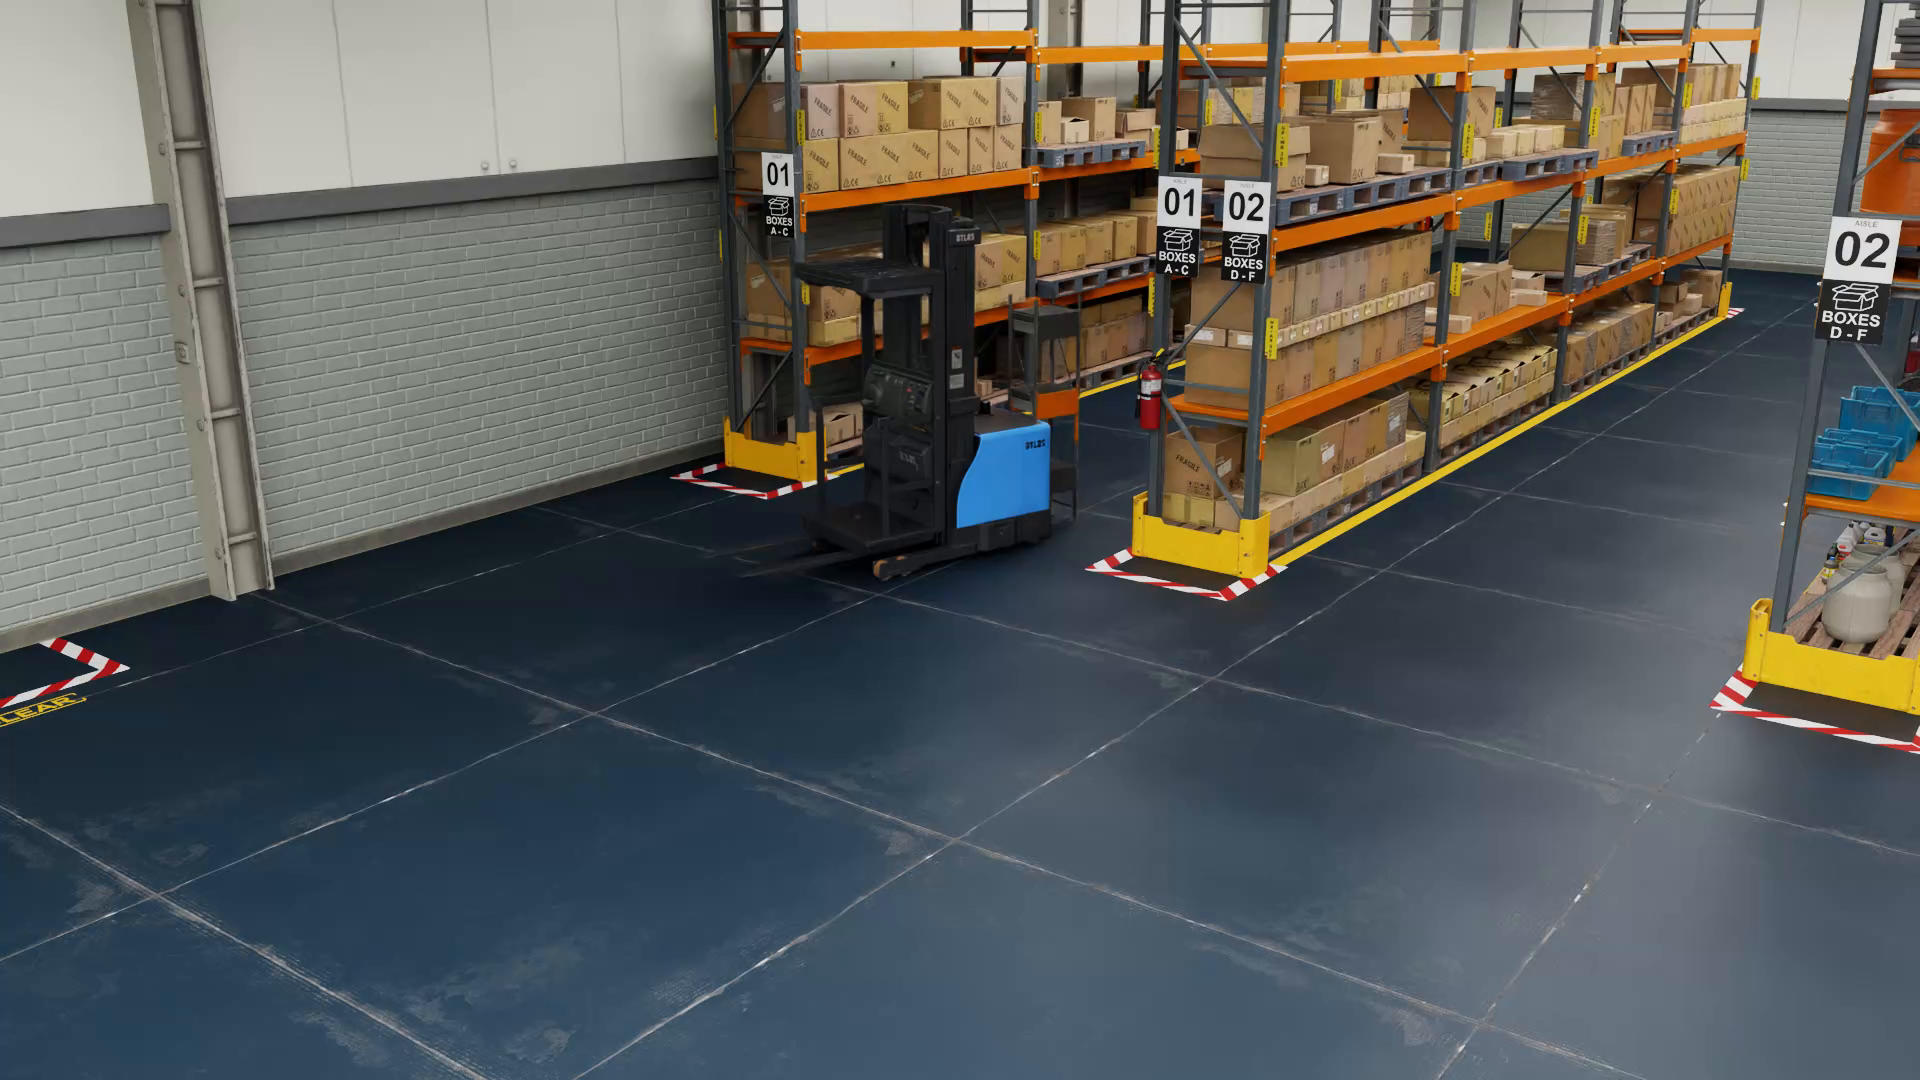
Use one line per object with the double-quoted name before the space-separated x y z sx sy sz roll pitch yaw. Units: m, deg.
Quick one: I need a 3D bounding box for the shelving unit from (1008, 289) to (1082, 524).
"shelving unit" 0.748 -1.156 14.926 0.503 2.100 0.431 -12 21 -34

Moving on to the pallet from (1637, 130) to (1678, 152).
"pallet" 8.749 -5.314 22.057 1.213 0.211 1.003 12 21 35

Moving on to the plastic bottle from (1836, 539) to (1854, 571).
"plastic bottle" 6.934 0.141 13.083 0.152 0.276 0.135 13 21 35

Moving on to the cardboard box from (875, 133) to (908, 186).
"cardboard box" -0.882 -3.902 16.990 0.500 0.500 0.500 14 22 37

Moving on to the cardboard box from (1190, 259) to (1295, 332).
"cardboard box" 2.363 -2.045 13.914 0.700 0.500 0.500 13 21 35

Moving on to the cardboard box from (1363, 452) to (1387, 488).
"cardboard box" 3.734 -0.708 15.894 0.500 0.250 0.500 12 21 35

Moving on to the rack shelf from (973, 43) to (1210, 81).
"rack shelf" 1.638 -5.890 20.424 1.077 0.370 4.000 12 21 35

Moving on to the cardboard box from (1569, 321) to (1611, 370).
"cardboard box" 7.921 -2.480 21.145 0.500 0.500 0.500 12 21 34

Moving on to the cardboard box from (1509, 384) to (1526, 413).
"cardboard box" 6.086 -1.638 18.888 0.500 0.250 0.500 13 21 36

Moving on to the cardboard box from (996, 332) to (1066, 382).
"cardboard box" 0.871 -2.278 20.493 0.700 0.500 0.500 13 22 37

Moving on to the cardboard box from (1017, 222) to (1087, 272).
"cardboard box" 1.116 -3.588 20.329 0.700 0.500 0.500 15 23 40

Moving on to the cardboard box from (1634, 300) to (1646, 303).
"cardboard box" 9.752 -3.405 24.441 0.500 0.311 0.500 12 21 35

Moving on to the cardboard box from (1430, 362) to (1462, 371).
"cardboard box" 5.344 -1.873 18.702 0.500 0.311 0.500 12 21 34

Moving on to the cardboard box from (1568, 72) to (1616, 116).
"cardboard box" 7.683 -5.465 20.371 0.500 0.500 0.500 12 21 35

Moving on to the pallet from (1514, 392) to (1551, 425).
"pallet" 6.288 -1.640 19.670 1.003 0.211 1.213 12 21 35

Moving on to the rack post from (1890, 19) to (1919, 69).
"rack post" 6.572 -3.164 10.600 0.937 0.300 0.954 15 23 40

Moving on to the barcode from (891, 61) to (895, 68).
"barcode" -0.727 -5.168 18.066 0.001 0.075 0.075 12 21 35

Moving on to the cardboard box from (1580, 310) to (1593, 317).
"cardboard box" 8.097 -2.812 22.213 0.500 0.500 0.500 13 21 35

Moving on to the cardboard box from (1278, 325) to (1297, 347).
"cardboard box" 2.605 -1.732 14.002 0.380 0.149 0.250 12 21 33

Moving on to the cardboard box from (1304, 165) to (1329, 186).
"cardboard box" 2.886 -3.085 14.042 0.380 0.149 0.250 12 21 35

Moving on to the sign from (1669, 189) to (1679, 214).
"sign" 9.641 -4.570 22.449 0.100 0.325 0.005 12 21 35

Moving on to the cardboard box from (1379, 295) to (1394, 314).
"cardboard box" 3.829 -2.221 15.577 0.380 0.149 0.250 12 21 34

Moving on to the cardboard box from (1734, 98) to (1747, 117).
"cardboard box" 11.476 -6.499 24.966 0.500 0.250 0.500 12 21 35

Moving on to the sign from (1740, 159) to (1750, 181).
"sign" 12.011 -5.668 25.452 0.100 0.325 0.005 12 21 35

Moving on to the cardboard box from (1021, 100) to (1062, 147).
"cardboard box" 0.836 -4.880 19.466 0.500 0.500 0.500 16 24 42

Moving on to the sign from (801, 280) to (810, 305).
"sign" -1.501 -2.448 16.109 0.100 0.325 0.005 12 21 35

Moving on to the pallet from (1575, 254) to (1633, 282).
"pallet" 7.965 -3.534 21.389 1.003 0.211 1.213 12 21 35

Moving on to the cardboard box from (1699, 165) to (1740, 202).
"cardboard box" 11.533 -5.437 25.341 0.500 0.500 0.500 12 21 34

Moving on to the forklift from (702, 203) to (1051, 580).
"forklift" -0.690 -1.245 13.810 3.031 2.935 1.130 -12 21 -34

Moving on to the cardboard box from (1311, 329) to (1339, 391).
"cardboard box" 2.941 -1.656 14.849 0.700 0.500 0.500 13 21 35

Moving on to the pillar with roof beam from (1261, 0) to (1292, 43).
"pillar with roof beam" 8.393 -7.412 23.440 9.100 9.000 0.400 12 21 35

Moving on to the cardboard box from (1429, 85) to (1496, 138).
"cardboard box" 5.147 -4.408 17.103 0.500 0.500 0.500 15 23 40

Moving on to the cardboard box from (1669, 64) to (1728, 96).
"cardboard box" 10.918 -6.795 24.655 0.700 0.500 0.500 12 21 35

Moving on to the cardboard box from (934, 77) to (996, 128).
"cardboard box" 0.046 -4.750 18.036 0.500 0.500 0.500 14 22 38

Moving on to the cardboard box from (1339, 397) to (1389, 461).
"cardboard box" 3.724 -1.068 15.790 0.500 0.500 0.500 12 21 35

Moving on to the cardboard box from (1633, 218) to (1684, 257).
"cardboard box" 9.716 -4.235 23.155 0.500 0.500 0.500 13 22 36

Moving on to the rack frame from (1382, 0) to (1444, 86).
"rack frame" 7.596 -8.806 27.928 1.000 3.000 0.127 12 21 35

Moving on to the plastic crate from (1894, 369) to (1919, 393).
"plastic crate" 7.989 -1.201 13.657 0.767 0.338 0.504 12 21 35

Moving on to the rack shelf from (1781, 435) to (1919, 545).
"rack shelf" 7.211 -0.513 12.549 1.077 0.370 4.000 12 21 35

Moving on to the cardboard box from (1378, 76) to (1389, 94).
"cardboard box" 6.454 -7.318 26.306 0.500 0.500 0.500 13 21 35

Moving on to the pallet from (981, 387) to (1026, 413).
"pallet" 0.075 -1.585 19.492 1.003 0.211 1.213 12 21 35

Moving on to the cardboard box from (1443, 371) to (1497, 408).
"cardboard box" 5.483 -1.660 18.014 0.500 0.311 0.500 12 21 33

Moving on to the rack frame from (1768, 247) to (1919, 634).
"rack frame" 6.019 -0.380 10.909 1.000 3.000 0.127 12 21 35

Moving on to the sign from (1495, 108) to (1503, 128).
"sign" 6.376 -4.937 19.655 0.100 0.325 0.005 12 21 35

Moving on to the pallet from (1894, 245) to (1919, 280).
"pallet" 6.591 -1.902 11.071 1.003 0.211 1.213 12 21 35

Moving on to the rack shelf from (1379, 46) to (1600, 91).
"rack shelf" 5.619 -5.015 17.608 1.077 0.370 4.000 12 21 35

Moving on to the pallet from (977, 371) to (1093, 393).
"pallet" 0.909 -1.937 20.626 1.003 0.211 1.213 12 21 35

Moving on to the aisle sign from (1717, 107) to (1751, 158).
"aisle sign" 11.864 -6.270 25.494 0.394 0.787 0.004 12 21 35

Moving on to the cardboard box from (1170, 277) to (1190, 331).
"cardboard box" 3.373 -3.362 23.428 0.750 0.750 0.750 12 21 34

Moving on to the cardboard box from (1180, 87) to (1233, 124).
"cardboard box" 3.346 -5.987 22.998 0.700 0.500 0.500 11 20 32

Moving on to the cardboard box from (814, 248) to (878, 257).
"cardboard box" -1.214 -2.818 17.716 0.500 0.500 0.500 12 21 33

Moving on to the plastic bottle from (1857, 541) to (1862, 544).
"plastic bottle" 7.020 0.156 13.022 0.061 0.283 0.133 12 21 35

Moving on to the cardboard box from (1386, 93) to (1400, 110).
"cardboard box" 6.758 -7.080 26.803 0.500 0.250 0.500 12 21 33

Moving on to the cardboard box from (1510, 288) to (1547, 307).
"cardboard box" 6.496 -2.778 19.056 0.380 0.149 0.250 12 21 35

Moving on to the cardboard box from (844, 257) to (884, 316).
"cardboard box" -1.109 -2.603 17.023 0.500 0.500 0.500 12 21 35
